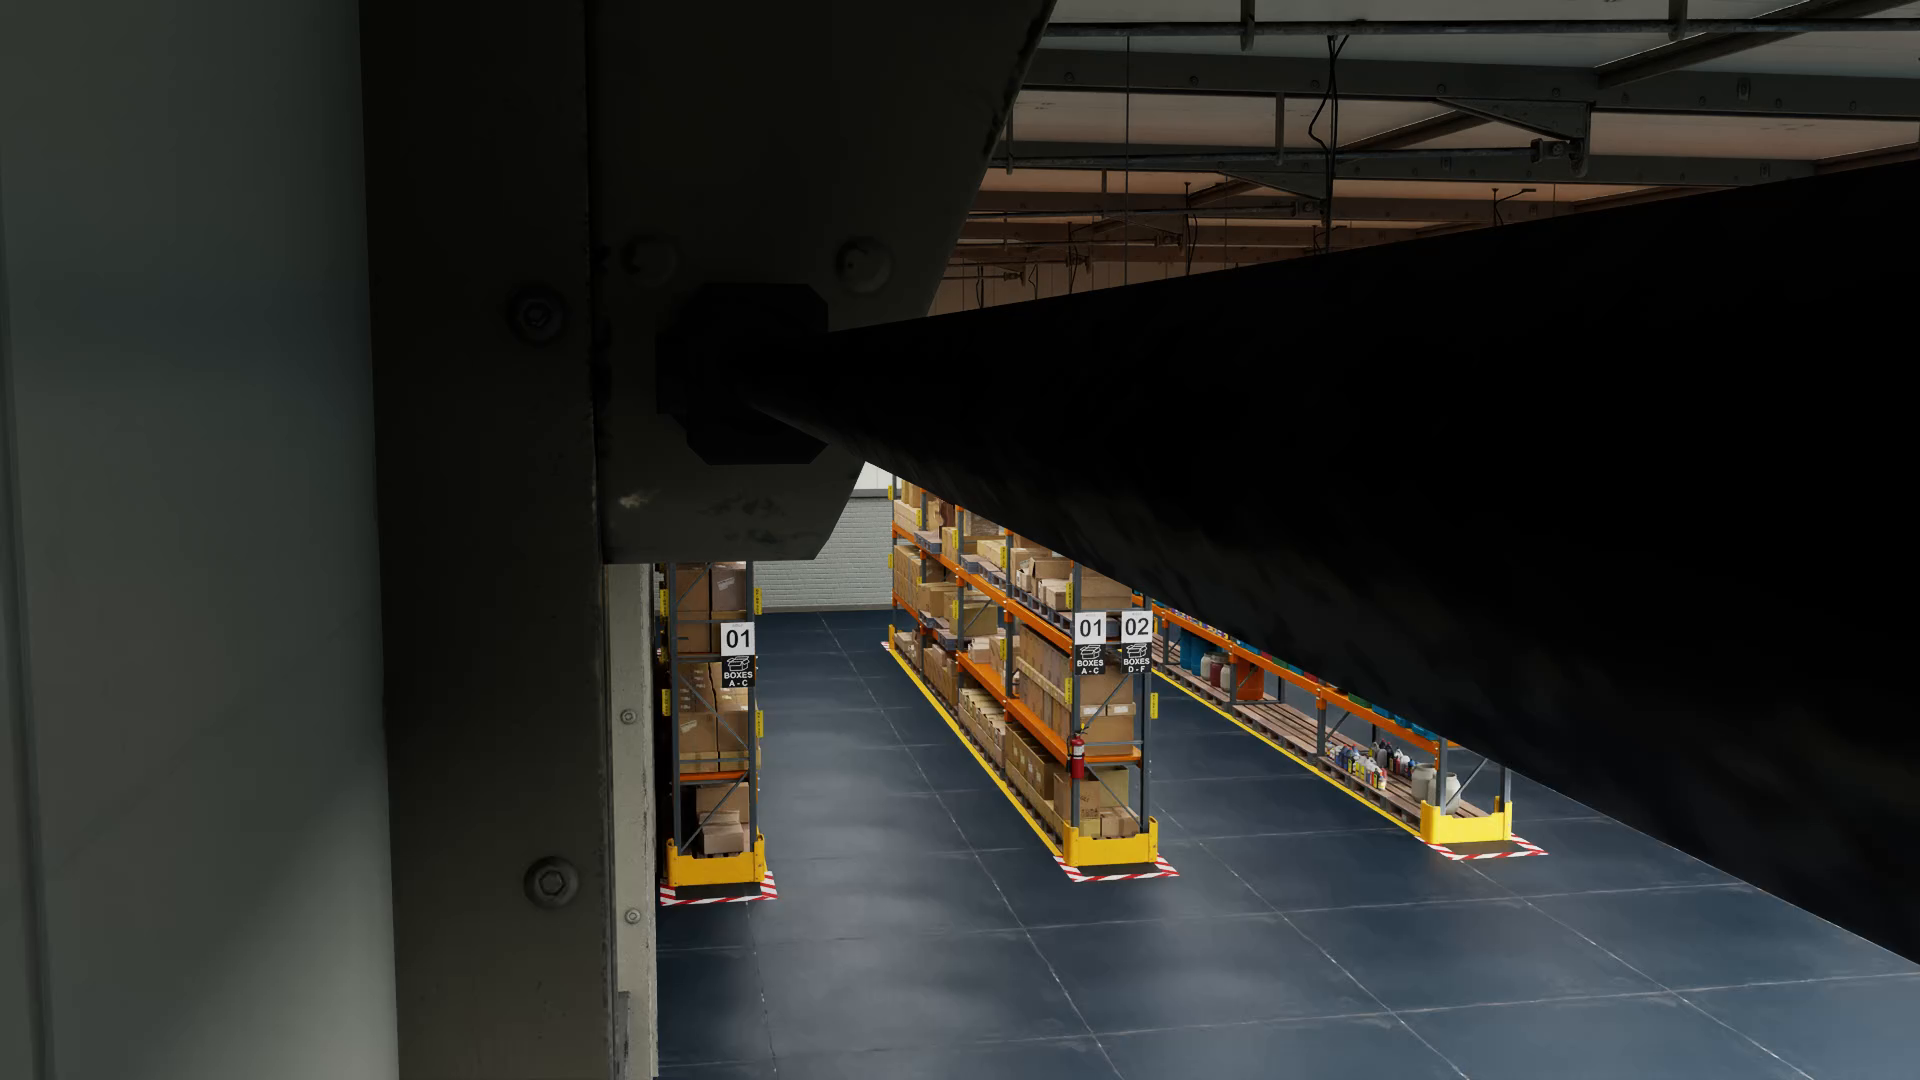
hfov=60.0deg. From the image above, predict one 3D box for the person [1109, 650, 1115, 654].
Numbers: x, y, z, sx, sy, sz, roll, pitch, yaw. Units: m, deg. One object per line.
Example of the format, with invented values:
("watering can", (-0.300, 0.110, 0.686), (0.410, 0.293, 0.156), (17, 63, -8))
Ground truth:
("person", (2.630, 2.237, 30.408), (0.574, 1.621, 0.563), (-2, 7, -21))
